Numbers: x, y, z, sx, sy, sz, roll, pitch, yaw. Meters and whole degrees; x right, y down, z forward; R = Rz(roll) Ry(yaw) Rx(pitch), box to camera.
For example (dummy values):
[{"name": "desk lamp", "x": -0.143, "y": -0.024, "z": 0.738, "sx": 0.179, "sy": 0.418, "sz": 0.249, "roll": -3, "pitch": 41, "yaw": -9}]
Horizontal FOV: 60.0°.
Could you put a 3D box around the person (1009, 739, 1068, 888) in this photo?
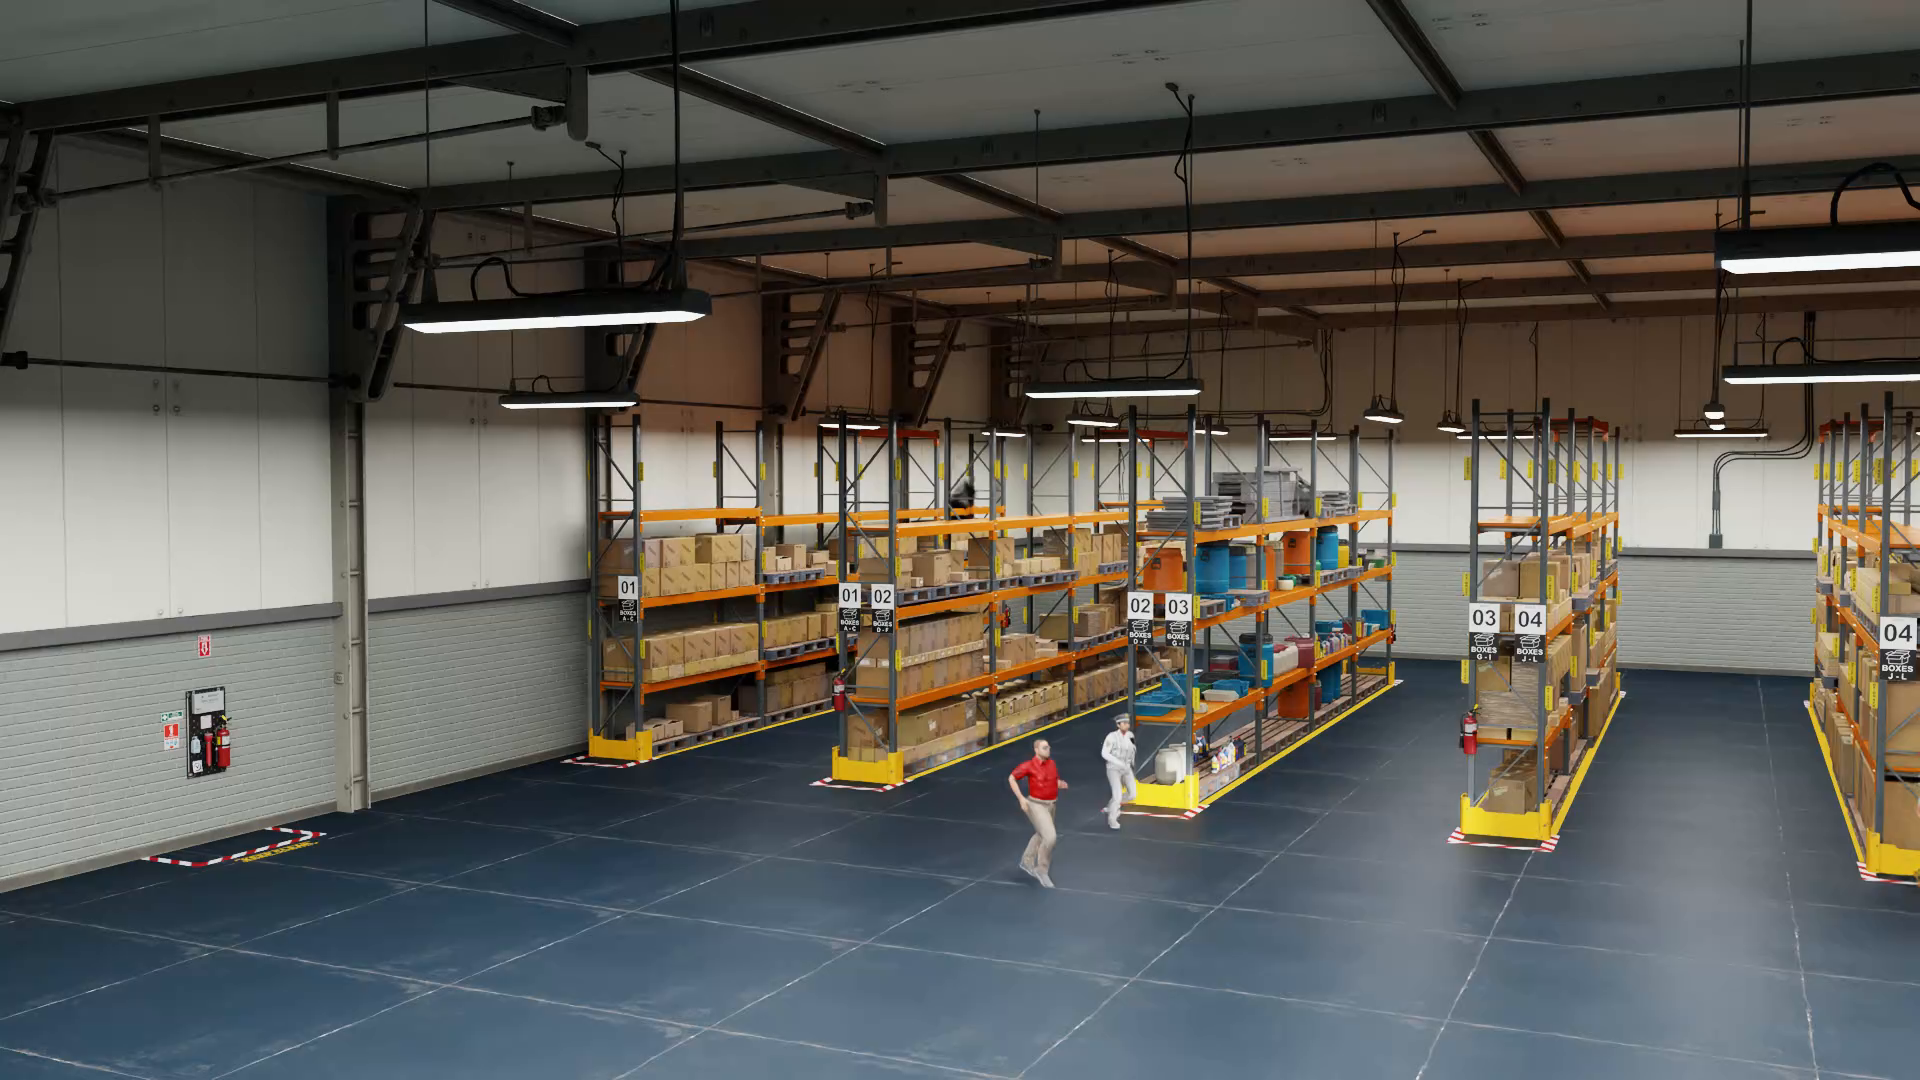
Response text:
[{"name": "person", "x": 0.996, "y": 3.319, "z": 20.241, "sx": 0.768, "sy": 1.796, "sz": 0.631, "roll": 2, "pitch": 3, "yaw": 38}]

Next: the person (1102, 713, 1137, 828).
[{"name": "person", "x": 2.287, "y": 3.245, "z": 23.438, "sx": 0.645, "sy": 1.626, "sz": 0.562, "roll": -1, "pitch": 3, "yaw": -28}]
